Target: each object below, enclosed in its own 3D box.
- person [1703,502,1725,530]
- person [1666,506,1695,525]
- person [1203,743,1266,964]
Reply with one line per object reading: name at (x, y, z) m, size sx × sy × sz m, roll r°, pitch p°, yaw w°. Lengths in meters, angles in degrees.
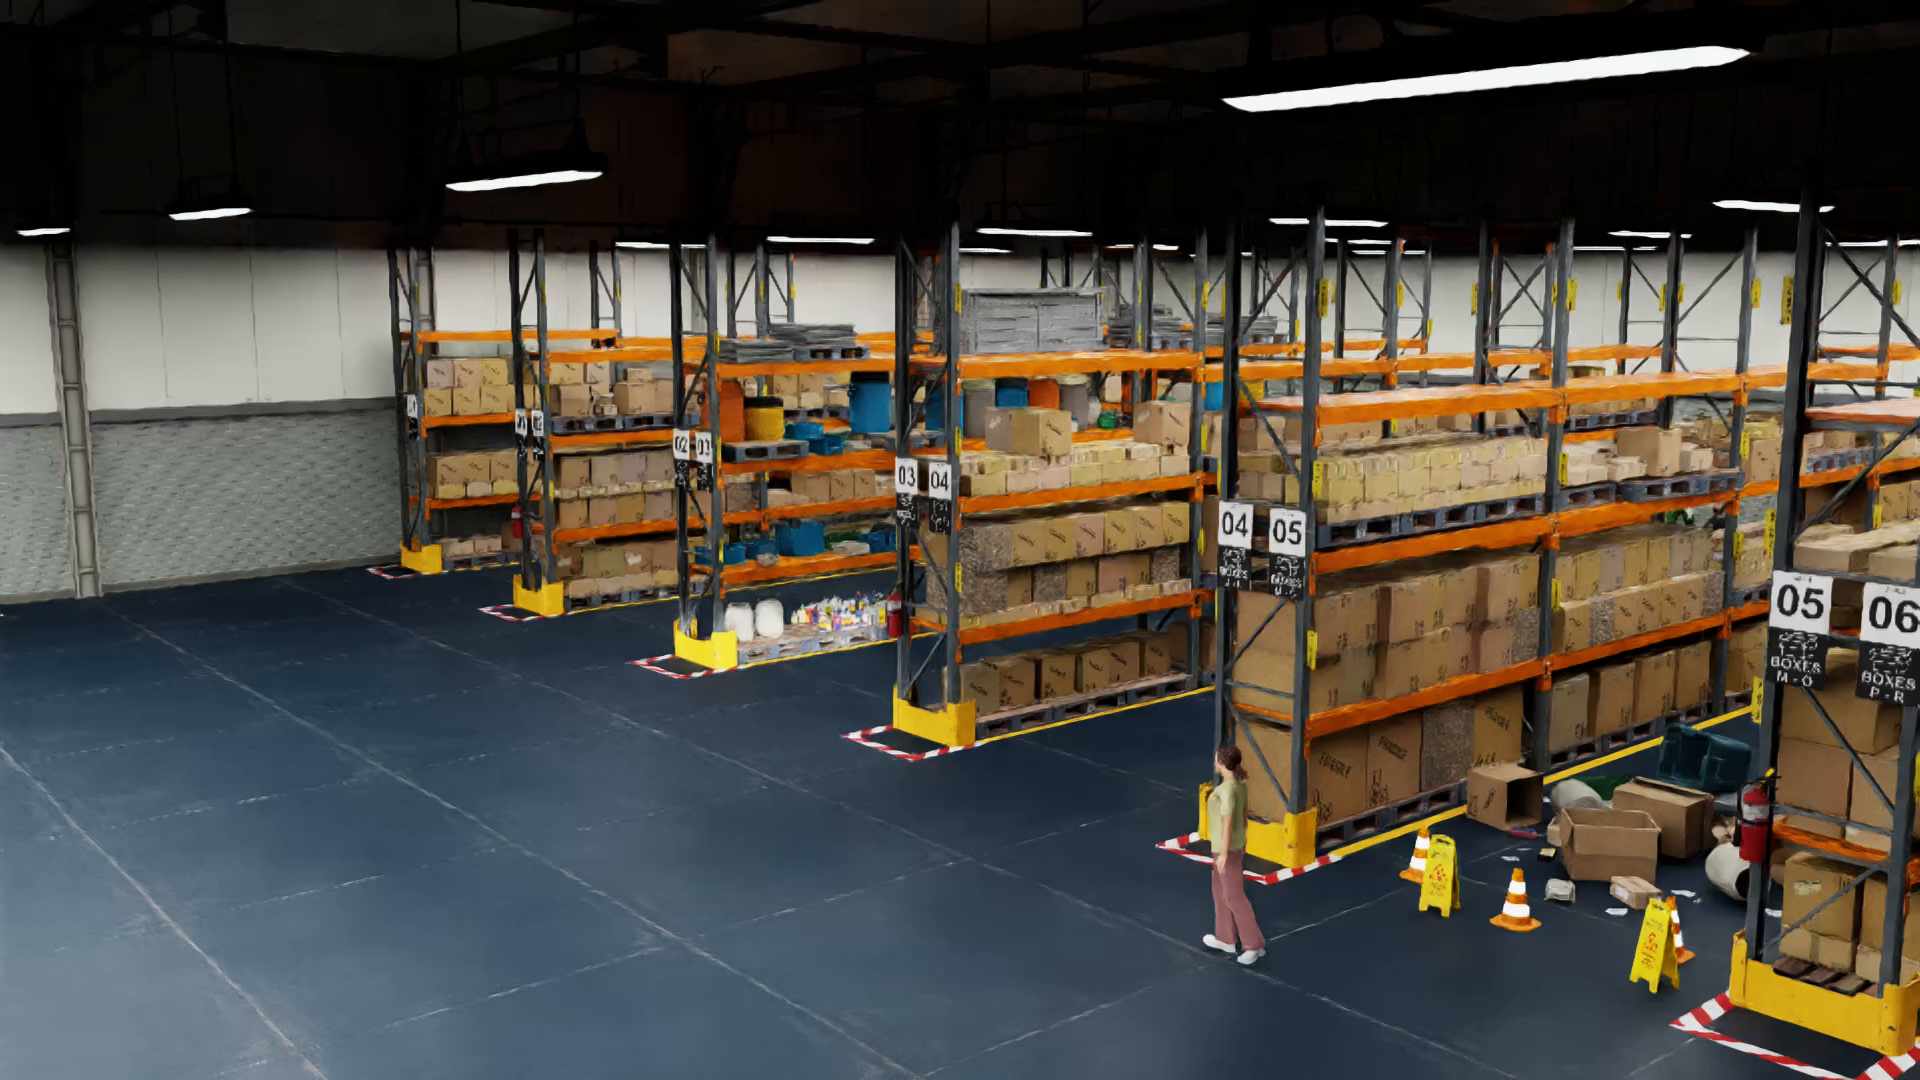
person at (12.056, 0.228, 26.419) m, size 0.642 × 1.650 × 0.438 m, roll -3°, pitch 9°, yaw -21°
person at (13.951, -0.643, 32.212) m, size 1.120 × 1.704 × 0.556 m, roll -7°, pitch 11°, yaw -37°
person at (2.127, 2.399, 12.837) m, size 0.535 × 1.662 × 0.562 m, roll 4°, pitch 9°, yaw 22°
